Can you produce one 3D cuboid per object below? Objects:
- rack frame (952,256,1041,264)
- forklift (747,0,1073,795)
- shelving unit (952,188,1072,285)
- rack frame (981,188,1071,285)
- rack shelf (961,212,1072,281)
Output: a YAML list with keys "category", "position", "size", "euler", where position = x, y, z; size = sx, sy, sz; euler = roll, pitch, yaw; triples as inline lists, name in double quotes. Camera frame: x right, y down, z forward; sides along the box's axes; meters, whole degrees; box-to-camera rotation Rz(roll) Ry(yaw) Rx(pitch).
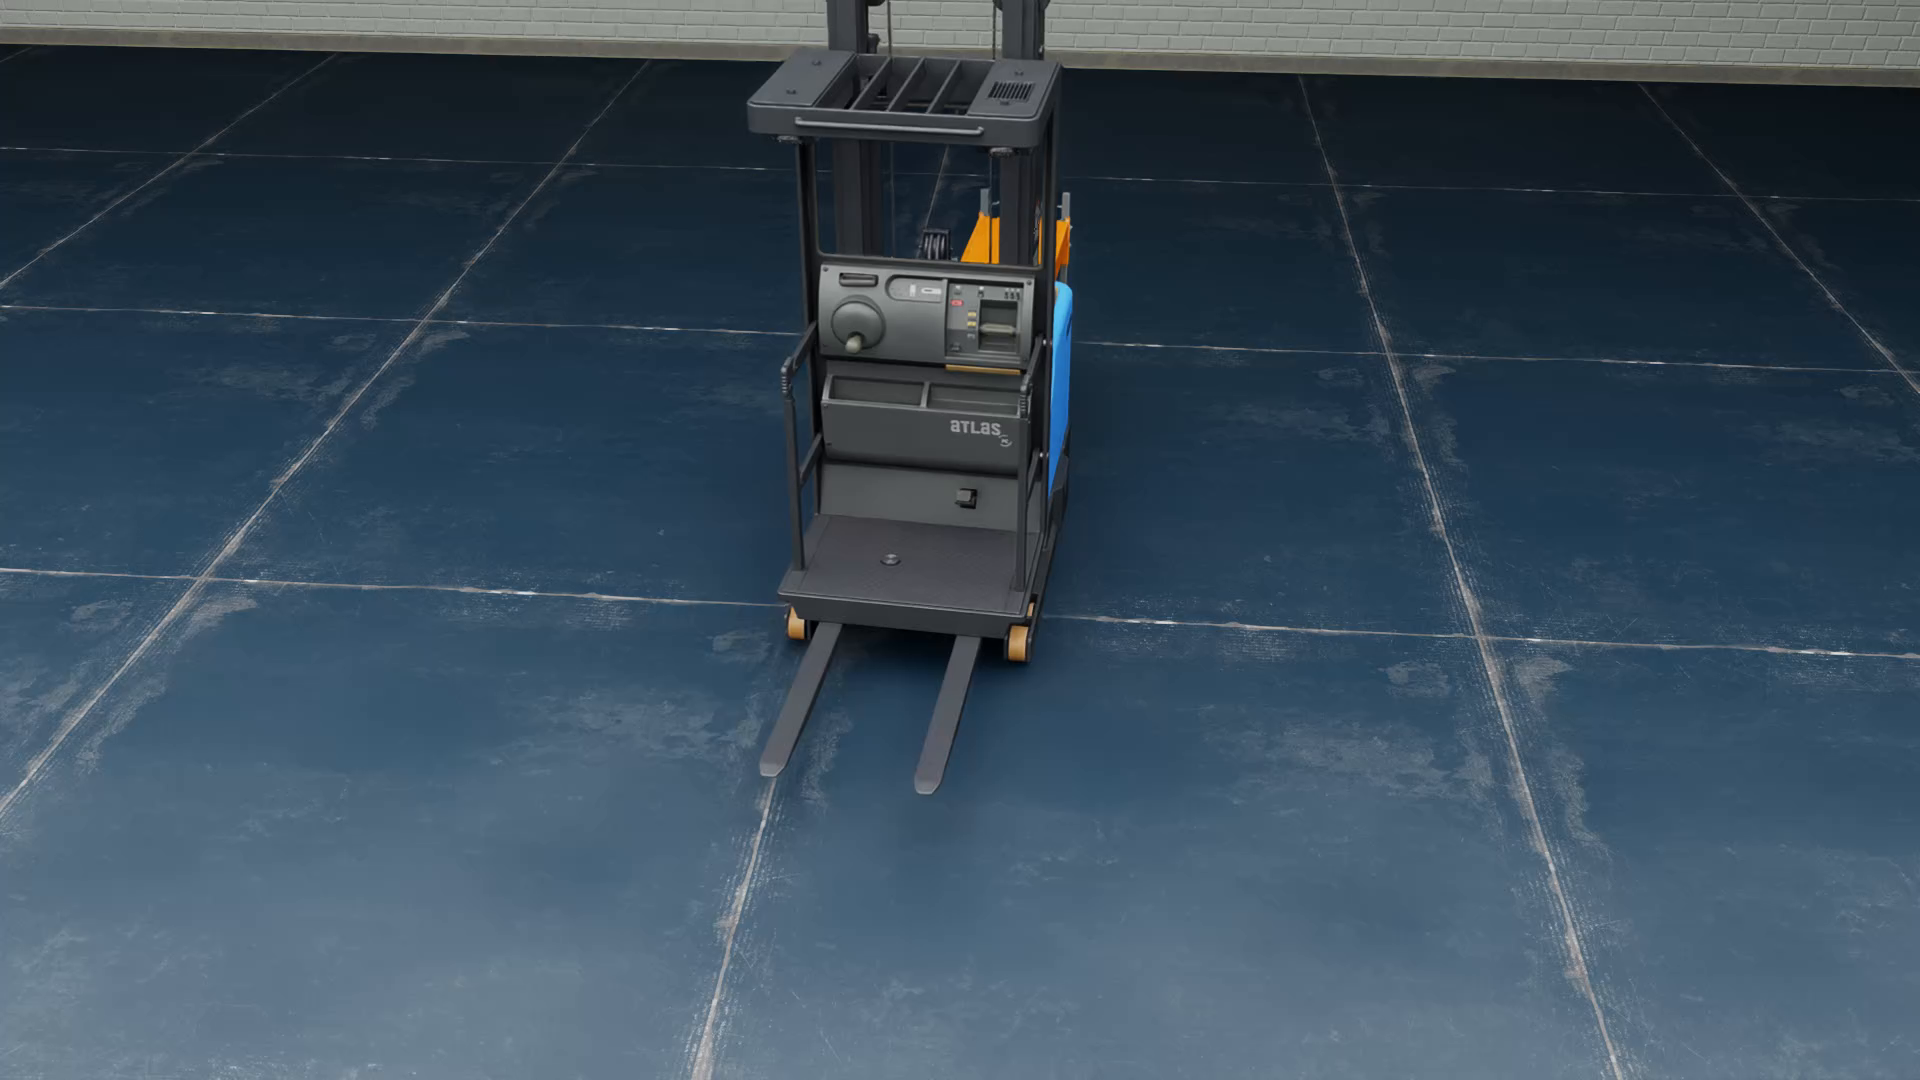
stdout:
- category: "rack frame"
  position: [0.194, -0.938, 8.699]
  size: [0.500, 1.125, 0.032]
  euler: [5, 32, 8]
- category: "forklift"
  position: [-0.180, -0.911, 6.935]
  size: [1.130, 2.935, 3.031]
  euler: [5, 32, 8]
- category: "shelving unit"
  position: [0.280, -1.201, 9.126]
  size: [0.538, 1.125, 1.048]
  euler: [5, 32, 8]
- category: "rack frame"
  position: [0.365, -1.464, 9.553]
  size: [0.500, 1.125, 0.032]
  euler: [5, 32, 8]
- category: "rack shelf"
  position: [0.280, -1.450, 8.973]
  size: [0.538, 0.278, 1.000]
  euler: [5, 32, 8]
